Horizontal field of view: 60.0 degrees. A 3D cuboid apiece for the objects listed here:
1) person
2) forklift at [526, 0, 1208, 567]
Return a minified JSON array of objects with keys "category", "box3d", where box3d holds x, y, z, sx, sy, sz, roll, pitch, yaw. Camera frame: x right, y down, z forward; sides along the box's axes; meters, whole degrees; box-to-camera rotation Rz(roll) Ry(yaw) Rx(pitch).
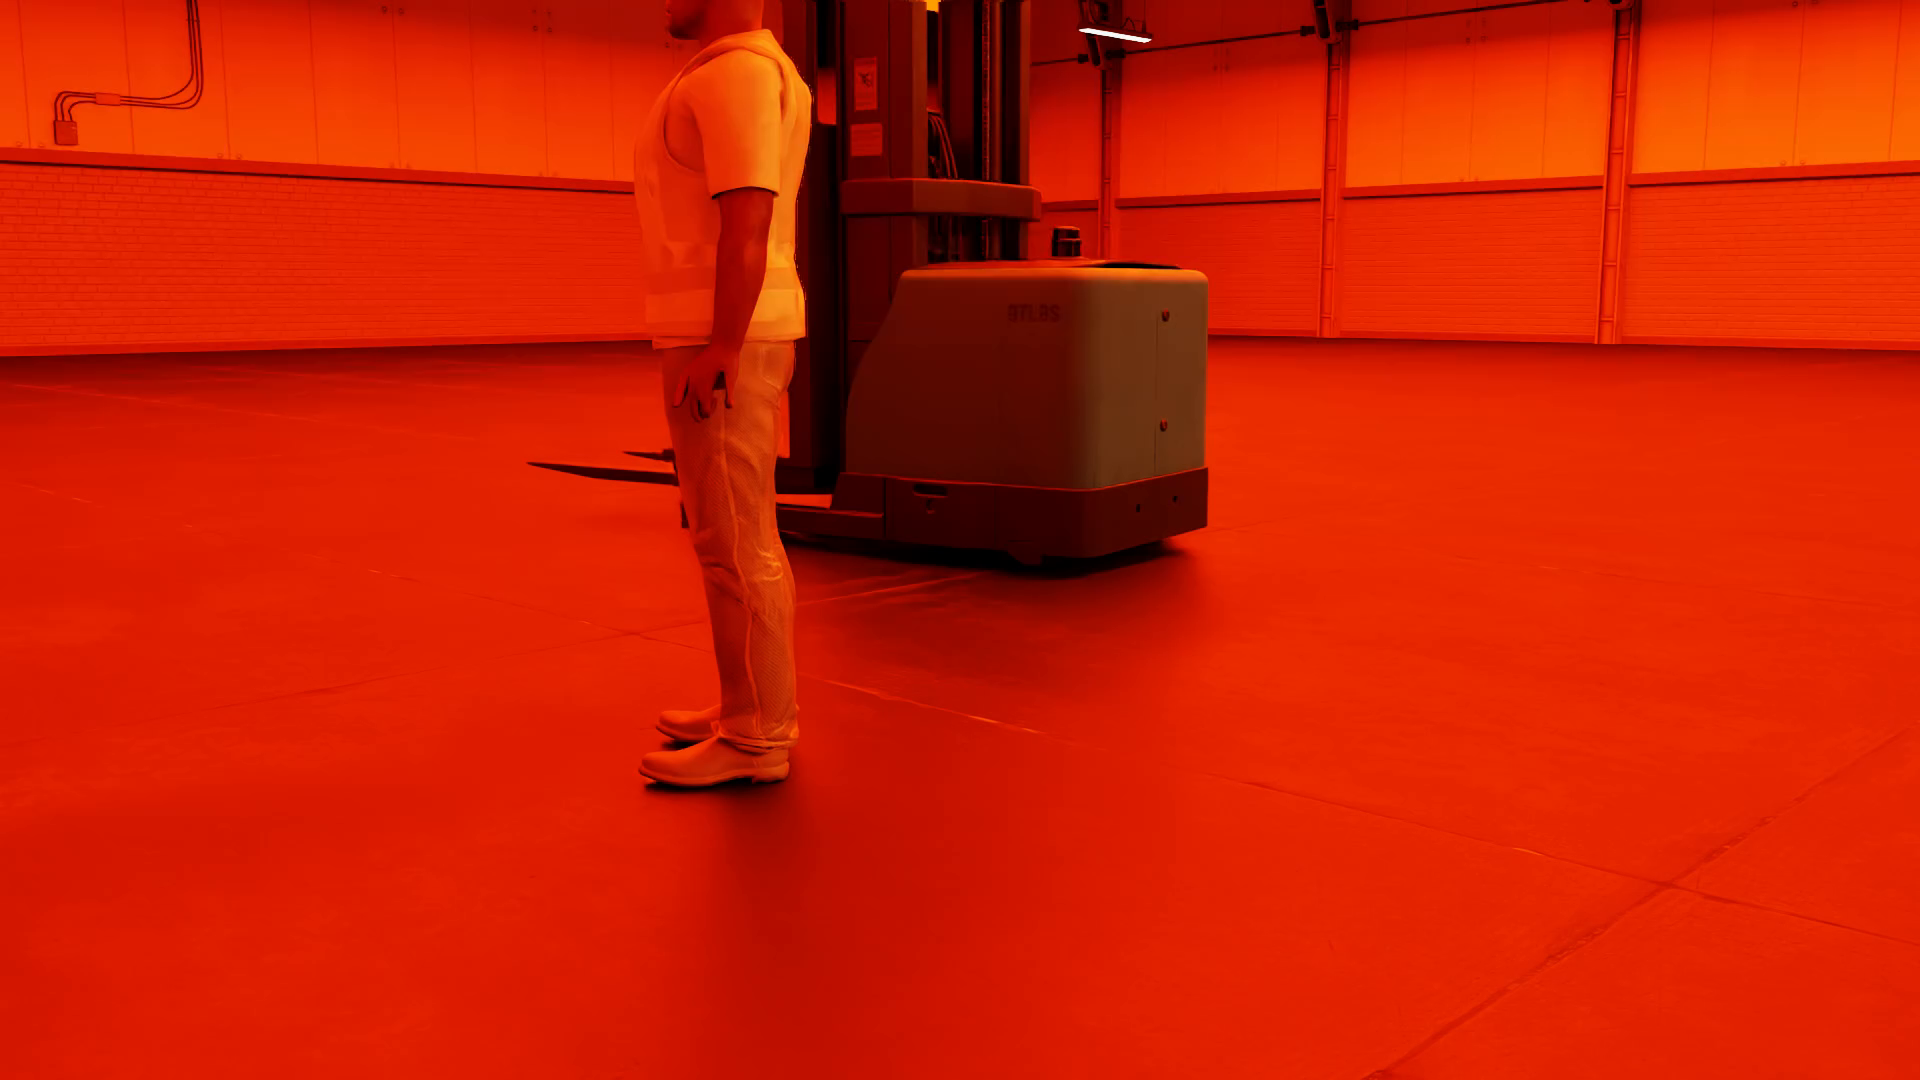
[{"category":"person","box3d":[-0.493,-0.397,3.417,0.370,1.771,0.564,0,9,-1]},{"category":"forklift","box3d":[-0.531,-1.498,6.825,3.031,2.935,1.130,6,10,33]}]
